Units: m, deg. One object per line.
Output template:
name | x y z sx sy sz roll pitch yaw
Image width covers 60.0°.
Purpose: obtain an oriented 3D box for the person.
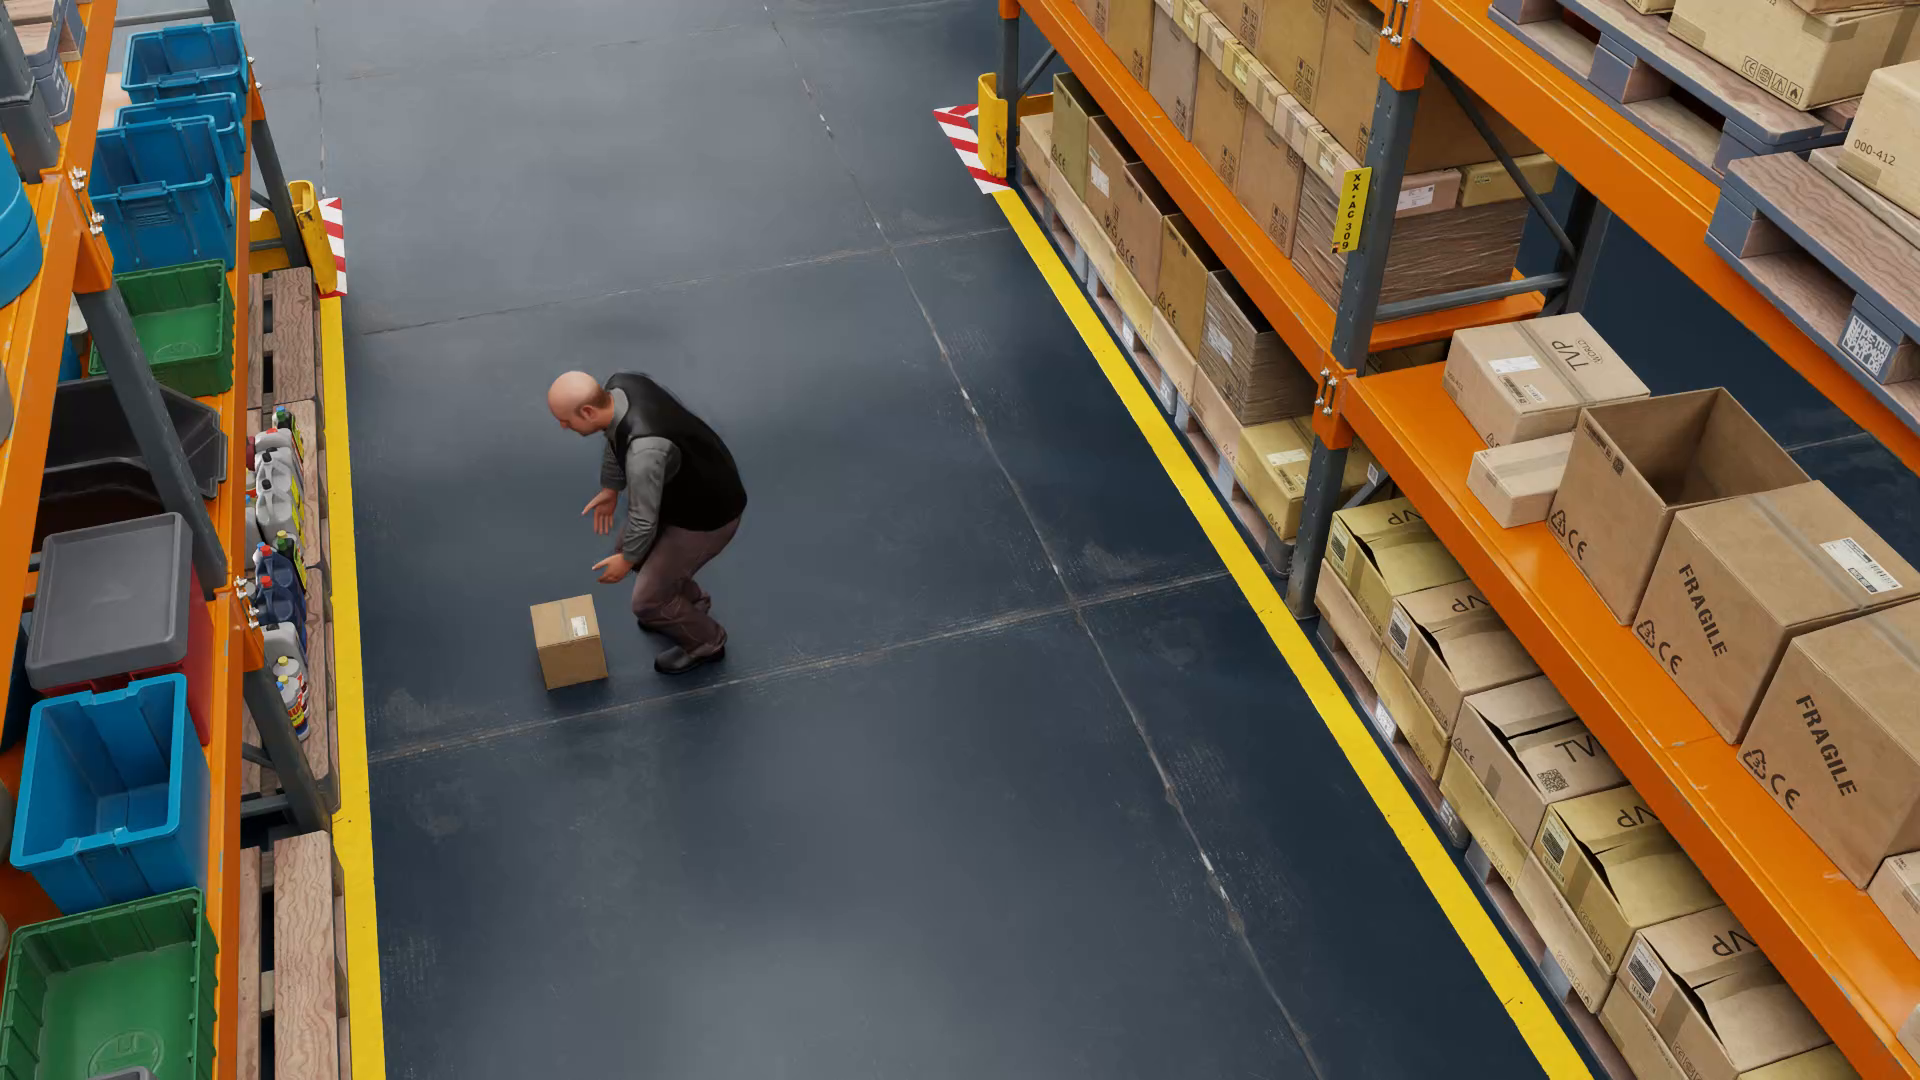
person | -1.165 -0.095 6.485 0.670 1.461 0.590 -12 43 -13
